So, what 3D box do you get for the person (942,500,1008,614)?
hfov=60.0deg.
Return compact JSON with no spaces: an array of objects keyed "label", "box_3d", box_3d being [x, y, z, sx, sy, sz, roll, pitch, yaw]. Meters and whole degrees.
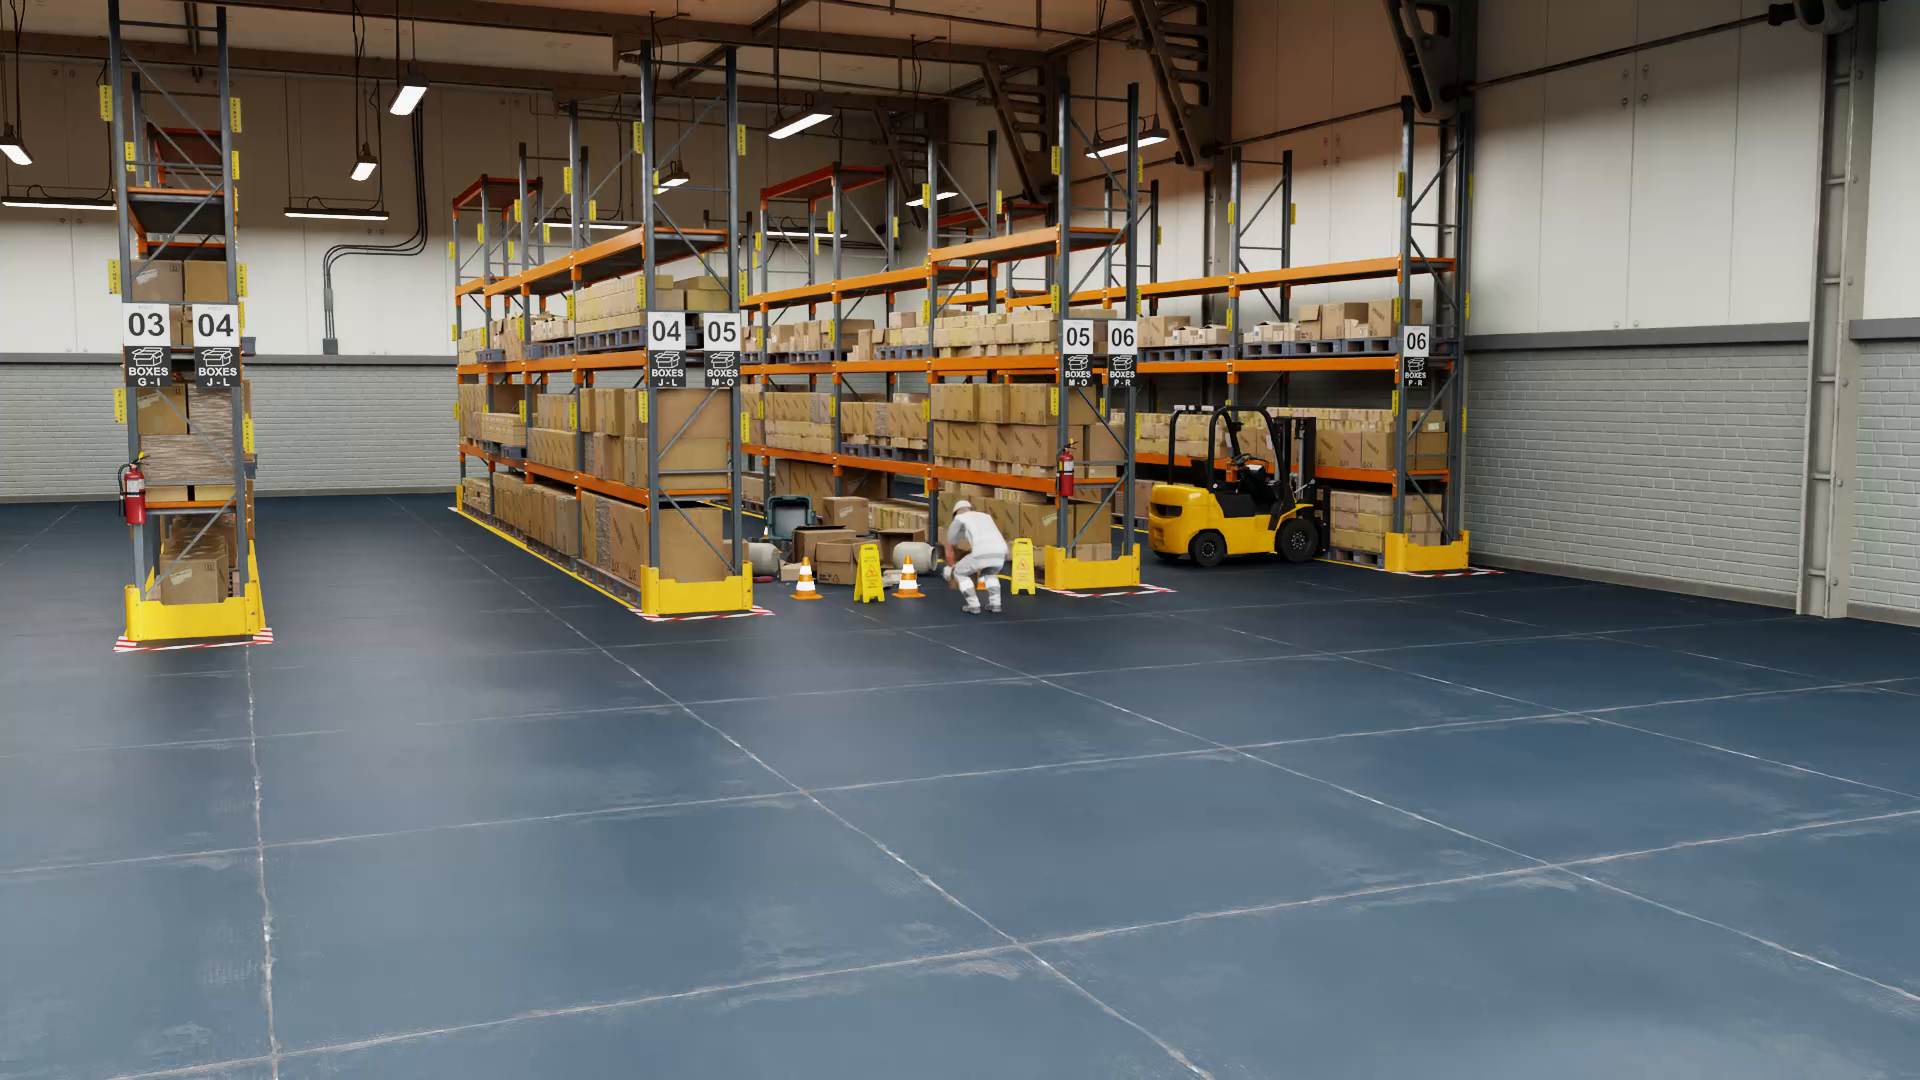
[{"label":"person","box_3d":[0.165,0.177,17.932,0.586,1.186,0.845,-2,6,-24]}]
